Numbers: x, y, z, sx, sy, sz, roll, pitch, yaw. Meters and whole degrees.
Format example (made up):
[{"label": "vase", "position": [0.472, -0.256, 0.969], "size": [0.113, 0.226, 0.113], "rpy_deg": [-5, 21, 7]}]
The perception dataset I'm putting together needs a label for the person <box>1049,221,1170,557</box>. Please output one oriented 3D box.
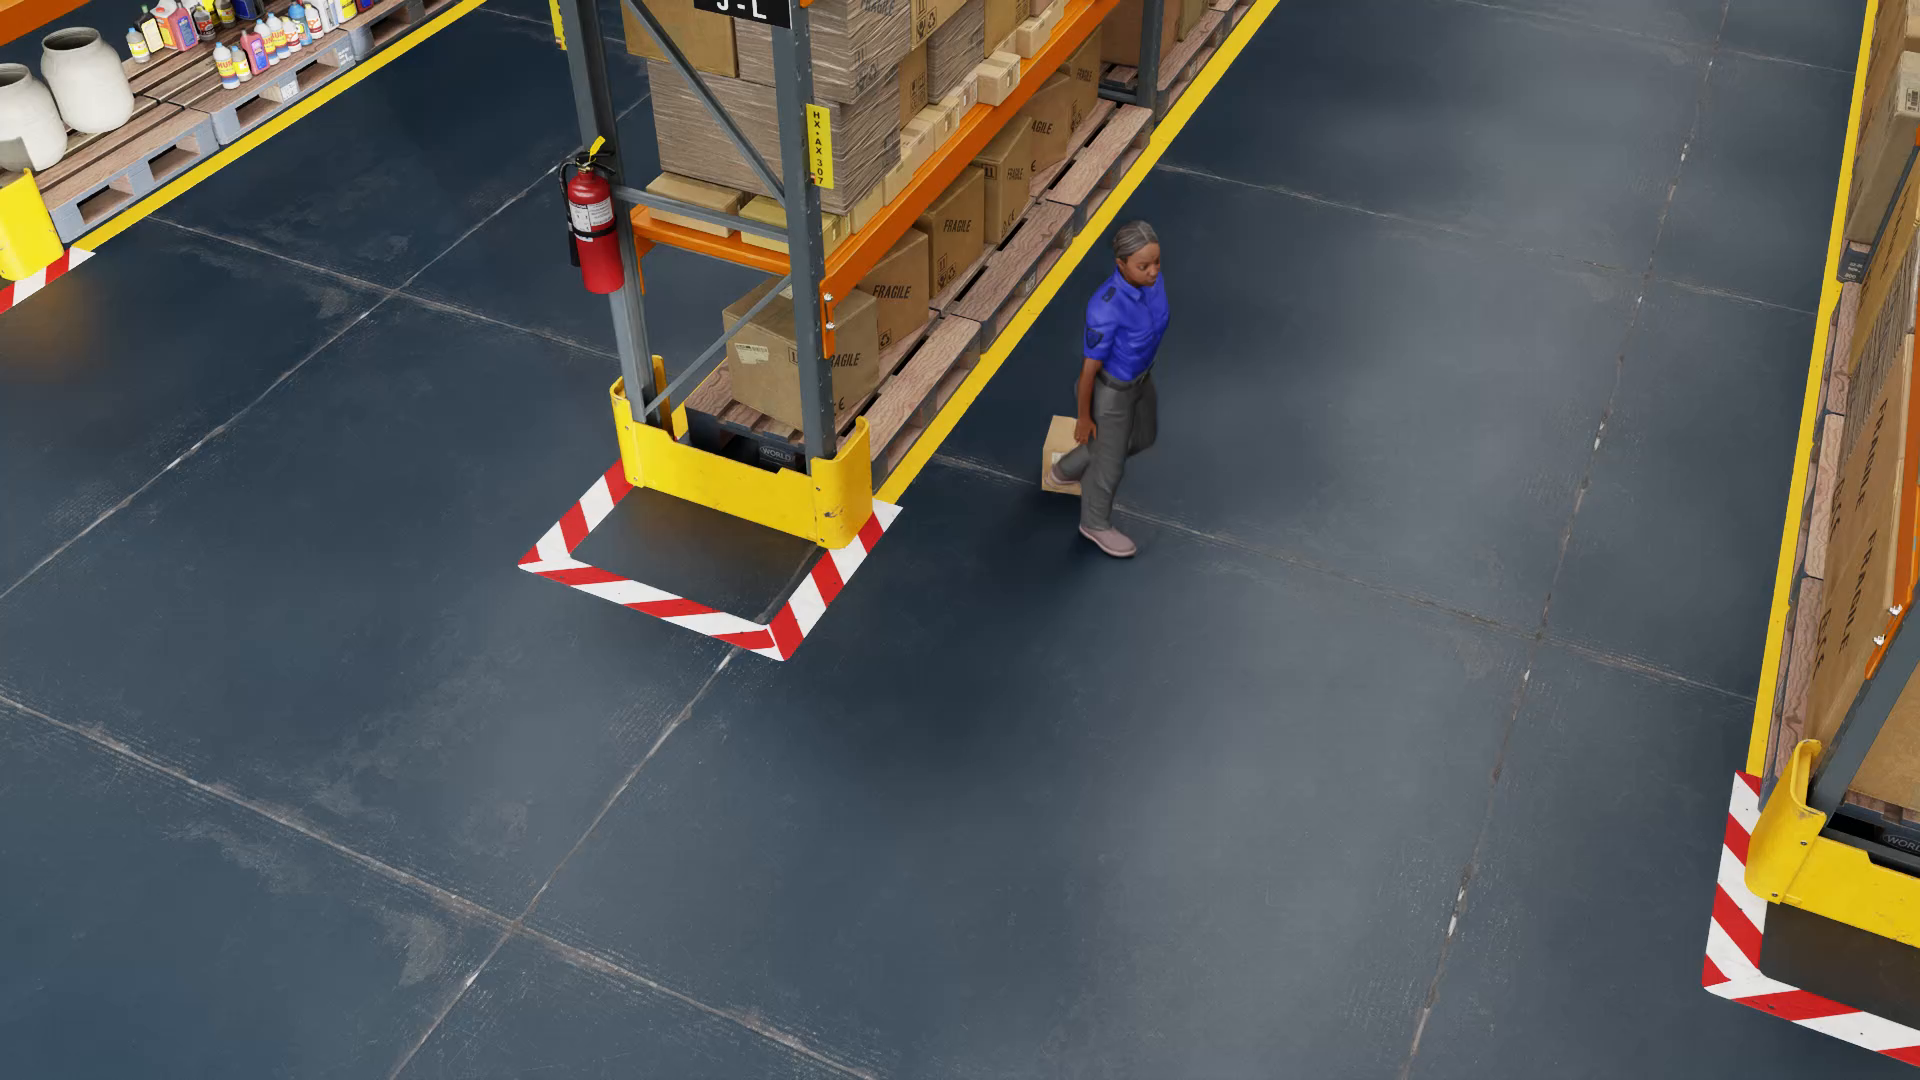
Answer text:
[{"label": "person", "position": [0.592, -0.667, 6.898], "size": [0.520, 1.648, 0.547], "rpy_deg": [24, 47, 24]}]
